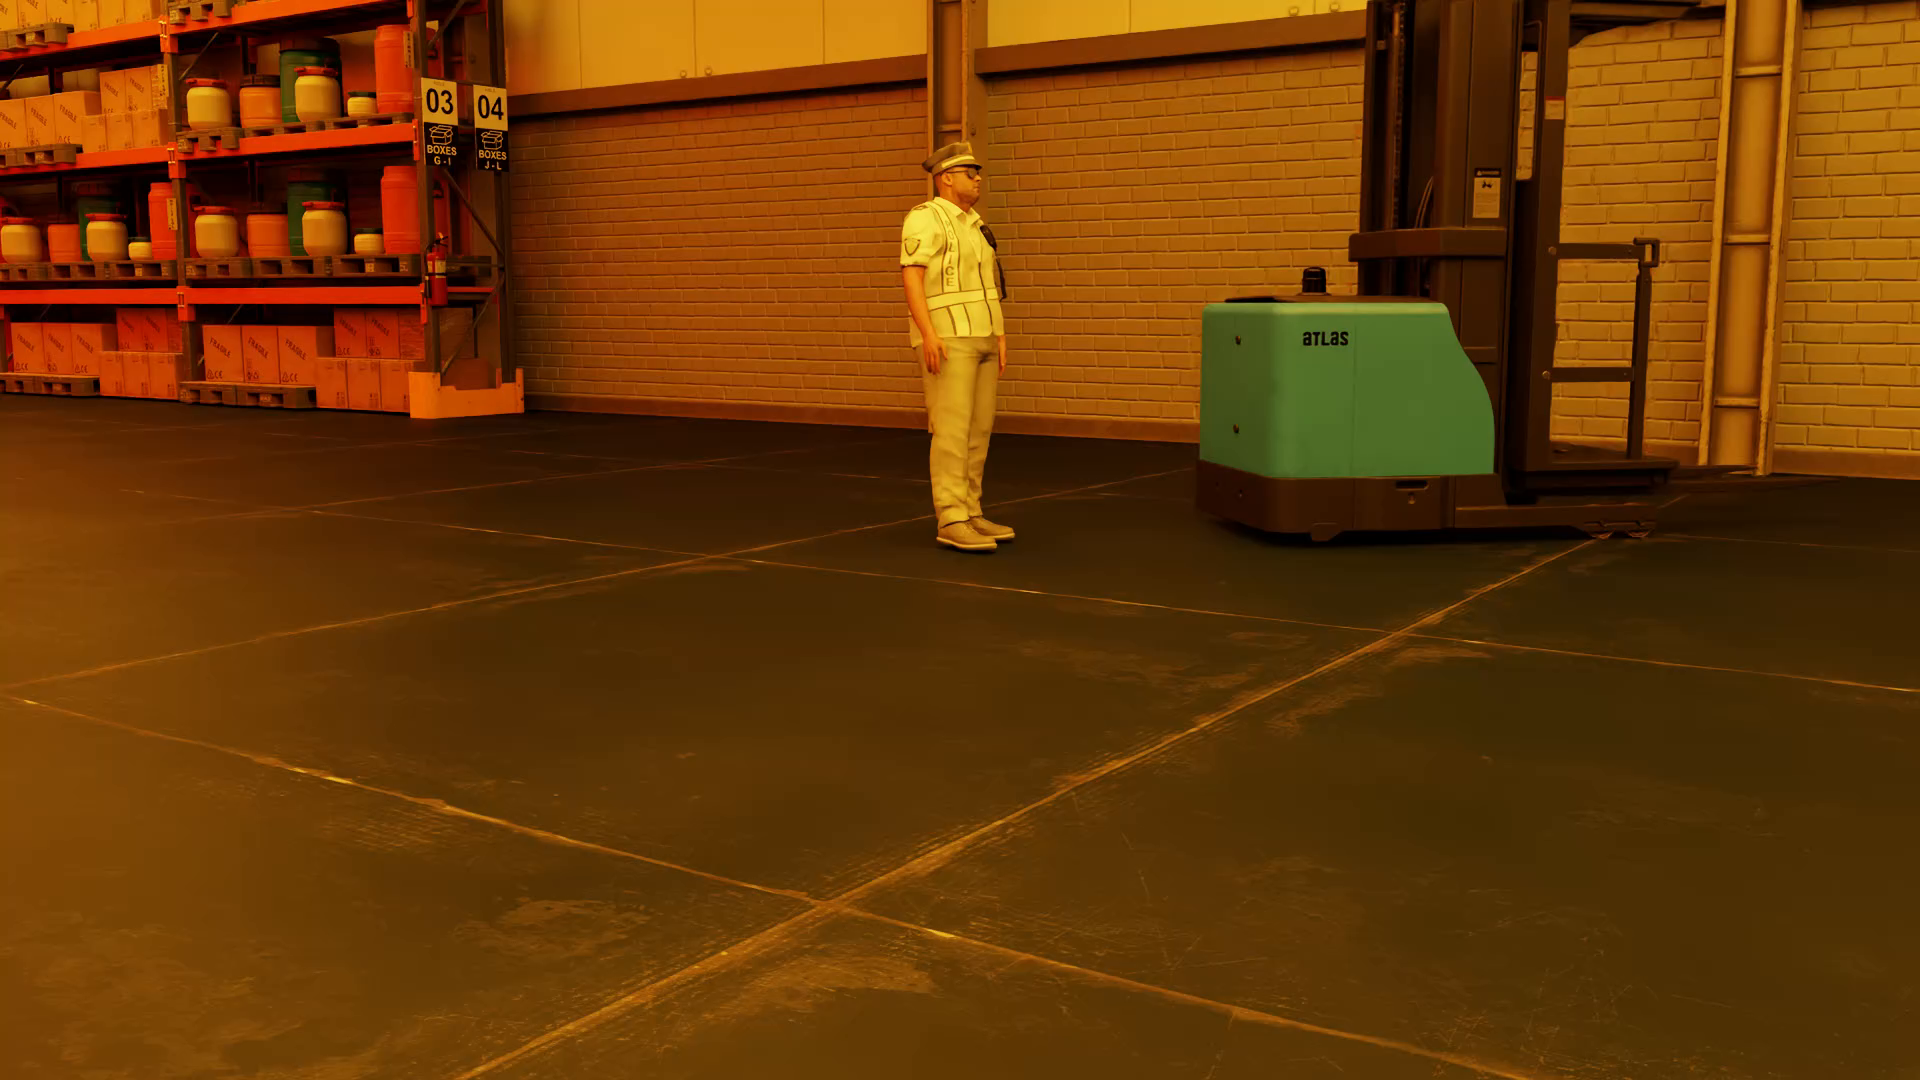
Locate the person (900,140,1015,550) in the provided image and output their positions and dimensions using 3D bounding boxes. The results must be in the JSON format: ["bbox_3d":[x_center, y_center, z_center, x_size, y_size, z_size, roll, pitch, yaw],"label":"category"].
[{"bbox_3d":[0.059,-0.882,7.424,0.572,1.782,0.642,5,10,34],"label":"person"}]

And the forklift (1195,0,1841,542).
[{"bbox_3d":[2.735,-1.524,7.912,3.031,2.935,1.130,-2,8,-12],"label":"forklift"}]
